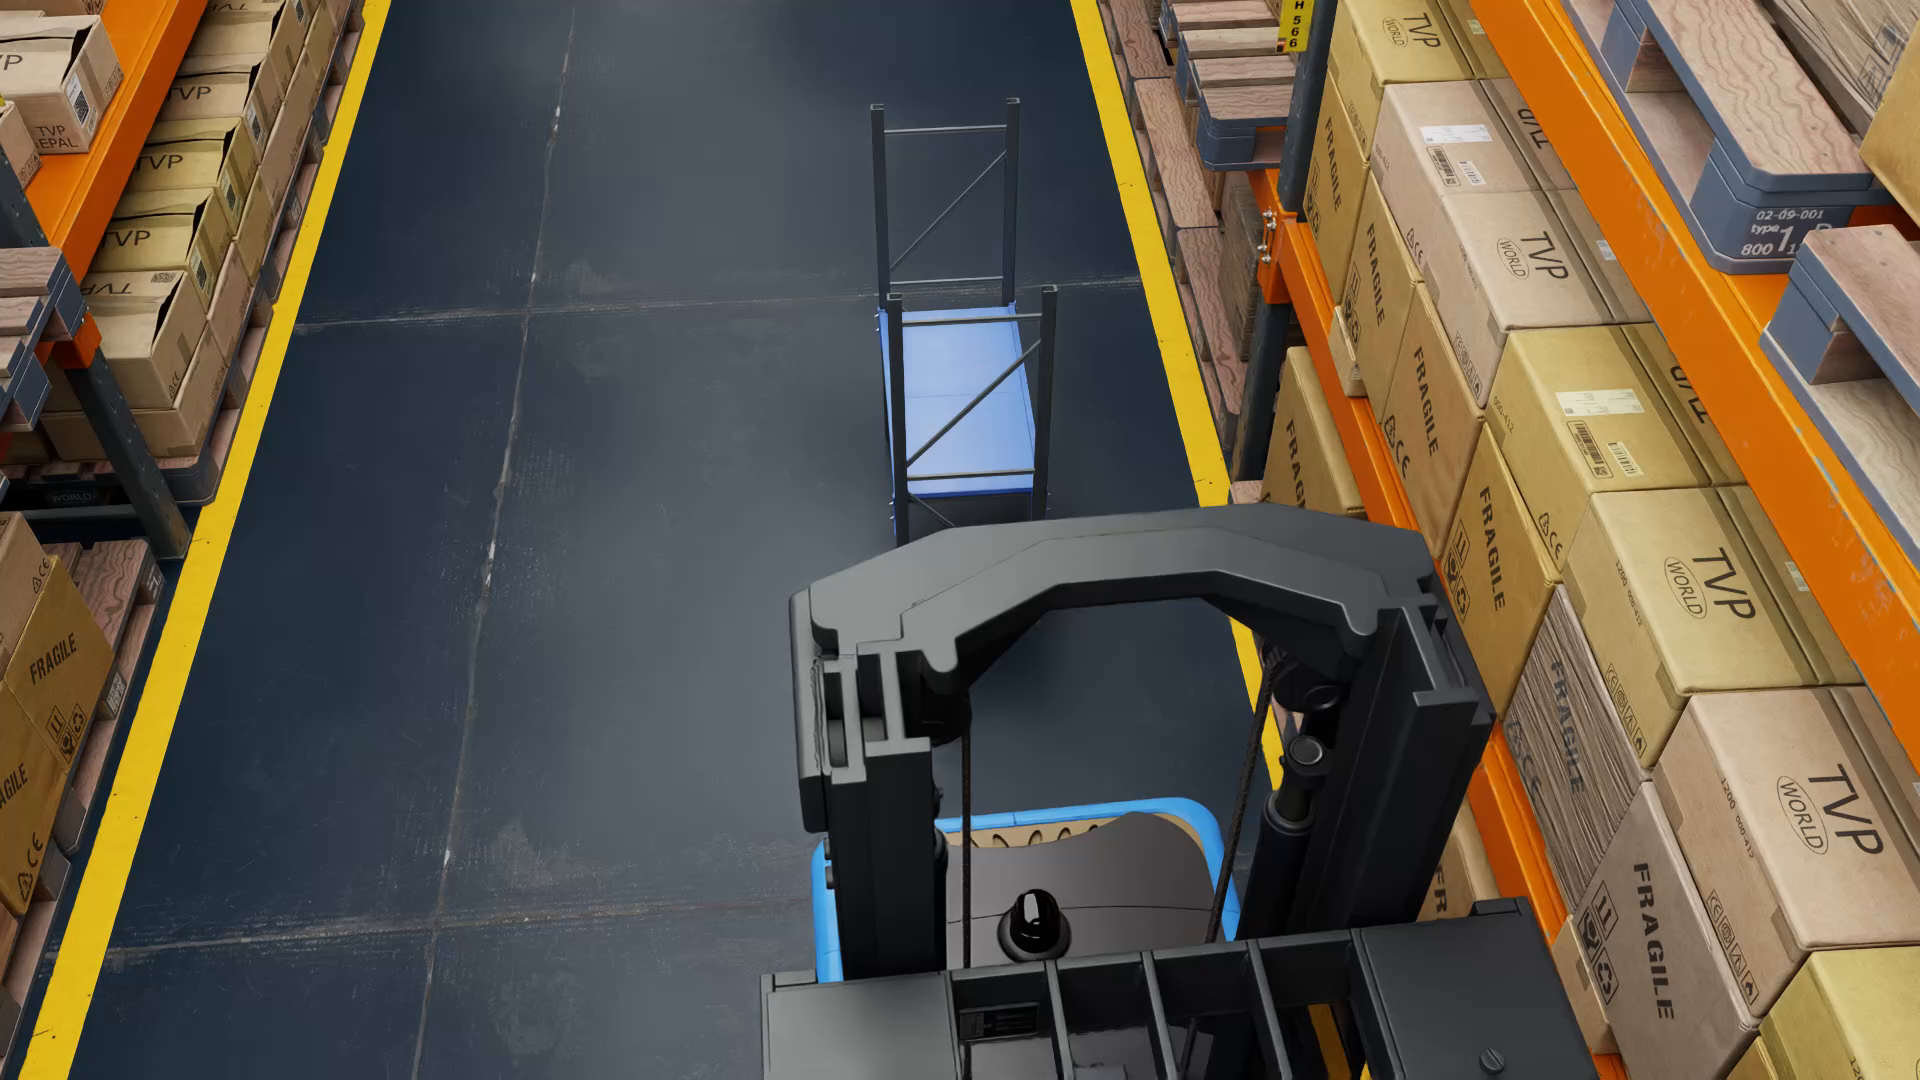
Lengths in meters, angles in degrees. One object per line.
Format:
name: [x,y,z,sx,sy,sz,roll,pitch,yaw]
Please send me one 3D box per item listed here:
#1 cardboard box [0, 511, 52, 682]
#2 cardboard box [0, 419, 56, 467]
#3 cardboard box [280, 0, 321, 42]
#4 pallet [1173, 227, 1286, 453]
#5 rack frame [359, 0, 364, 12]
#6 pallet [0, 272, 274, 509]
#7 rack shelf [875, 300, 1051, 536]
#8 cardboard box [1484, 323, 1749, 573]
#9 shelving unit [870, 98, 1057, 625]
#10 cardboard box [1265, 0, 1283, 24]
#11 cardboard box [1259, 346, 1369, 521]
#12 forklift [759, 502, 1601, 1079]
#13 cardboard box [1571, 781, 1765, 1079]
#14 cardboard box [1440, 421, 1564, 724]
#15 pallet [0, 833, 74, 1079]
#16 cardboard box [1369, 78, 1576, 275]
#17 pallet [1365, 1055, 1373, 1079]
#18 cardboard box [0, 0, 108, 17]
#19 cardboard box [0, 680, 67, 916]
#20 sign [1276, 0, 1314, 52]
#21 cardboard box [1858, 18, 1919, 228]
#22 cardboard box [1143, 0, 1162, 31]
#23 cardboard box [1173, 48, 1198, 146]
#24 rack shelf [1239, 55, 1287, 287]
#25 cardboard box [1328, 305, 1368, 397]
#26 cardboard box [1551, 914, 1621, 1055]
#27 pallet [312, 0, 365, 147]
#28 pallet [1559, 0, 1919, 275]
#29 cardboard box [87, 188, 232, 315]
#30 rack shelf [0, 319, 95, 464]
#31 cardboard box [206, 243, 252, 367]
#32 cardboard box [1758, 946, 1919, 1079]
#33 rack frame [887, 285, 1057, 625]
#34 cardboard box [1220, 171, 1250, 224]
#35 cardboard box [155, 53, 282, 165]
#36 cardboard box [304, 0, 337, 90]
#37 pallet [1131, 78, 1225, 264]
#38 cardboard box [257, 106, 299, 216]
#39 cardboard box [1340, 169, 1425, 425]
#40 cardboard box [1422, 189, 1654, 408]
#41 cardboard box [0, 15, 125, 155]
cardboard box: [-3.061,0.184,4.912,0.500,0.250,0.500,-2,47,-2]
cardboard box: [-3.669,-0.534,6.294,0.500,0.250,0.500,-2,47,-2]
cardboard box: [-3.348,-2.603,7.868,0.500,0.311,0.500,-2,47,-2]
pallet: [1.490,-0.880,6.938,1.003,0.211,1.213,-3,47,-3]
rack frame: [-3.717,-3.863,7.843,1.000,3.000,0.127,-3,47,-3]
pallet: [-3.412,-0.608,6.681,1.003,0.211,1.213,-3,47,-3]
rack shelf: [-0.007,-0.454,5.895,0.538,0.185,1.000,-3,47,-3]
cardboard box: [1.475,-0.211,3.580,0.500,0.250,0.500,-4,47,-4]
shelving unit: [-0.007,-0.577,5.764,0.538,1.500,1.048,-3,47,-3]
cardboard box: [1.431,-2.201,5.897,0.700,0.500,0.500,-7,47,-7]
cardboard box: [1.485,-0.138,5.506,0.750,0.750,0.750,-4,47,-4]
forklift: [0.299,1.473,2.836,1.130,2.935,3.031,-5,47,-4]
cardboard box: [1.546,0.790,3.148,0.500,0.500,0.500,-3,47,-3]
cardboard box: [1.466,0.065,3.835,0.500,0.500,0.500,-2,47,-2]
pallet: [-3.258,1.413,4.767,1.003,0.211,1.213,-3,47,-3]
cardboard box: [1.381,-0.941,4.272,0.500,0.250,0.500,-4,47,-4]
pallet: [1.644,1.141,5.024,1.003,0.211,1.213,-3,47,-3]
cardboard box: [-3.539,-2.217,6.215,0.500,0.500,0.500,-6,47,-5]
cardboard box: [-3.027,0.776,4.868,0.500,0.500,0.500,-5,47,-5]
sign: [1.014,-1.604,4.960,0.100,0.325,0.005,-3,47,-3]
cardboard box: [1.813,-0.638,2.351,0.700,0.500,0.500,-4,47,-4]
cardboard box: [1.297,-2.927,8.375,0.700,0.500,0.500,-2,47,-2]
cardboard box: [1.393,-2.185,7.672,0.700,0.500,0.500,-3,47,-3]
rack shelf: [1.386,-2.473,7.021,1.077,0.370,4.000,-3,47,-3]
cardboard box: [1.301,-0.561,4.875,0.380,0.149,0.250,-2,47,-2]
cardboard box: [1.476,0.914,3.477,0.380,0.149,0.250,-3,47,-3]
pallet: [-3.616,-2.374,8.353,1.003,0.211,1.213,-3,47,-3]
pallet: [1.757,-0.968,3.165,1.003,0.211,1.213,-2,47,-1]
cardboard box: [-3.186,-1.137,6.479,0.500,0.311,0.500,-5,47,-4]
rack shelf: [-3.215,0.725,3.993,1.077,0.370,4.000,-3,47,-3]
cardboard box: [-3.176,-0.929,6.668,0.500,0.250,0.500,-5,47,-4]
cardboard box: [1.595,0.897,2.530,0.500,0.250,0.500,-2,47,-2]
rack frame: [0.035,-0.210,5.416,0.500,1.500,0.032,-3,47,-3]
cardboard box: [1.514,-1.462,6.988,0.700,0.500,0.500,-4,47,-3]
cardboard box: [-3.270,-1.878,7.181,0.500,0.311,0.500,-4,47,-4]
cardboard box: [-3.353,-2.414,8.075,0.500,0.250,0.500,-4,47,-4]
pallet: [1.391,-1.760,7.772,1.003,0.211,1.213,-3,47,-3]
cardboard box: [-3.268,-1.675,7.375,0.500,0.250,0.500,-3,47,-2]
cardboard box: [1.374,-0.670,4.531,0.500,0.500,0.500,-2,47,-2]
cardboard box: [1.426,-0.580,3.929,0.500,0.250,0.500,-3,47,-3]
cardboard box: [-3.264,-1.597,5.758,0.500,0.311,0.500,-4,47,-4]
